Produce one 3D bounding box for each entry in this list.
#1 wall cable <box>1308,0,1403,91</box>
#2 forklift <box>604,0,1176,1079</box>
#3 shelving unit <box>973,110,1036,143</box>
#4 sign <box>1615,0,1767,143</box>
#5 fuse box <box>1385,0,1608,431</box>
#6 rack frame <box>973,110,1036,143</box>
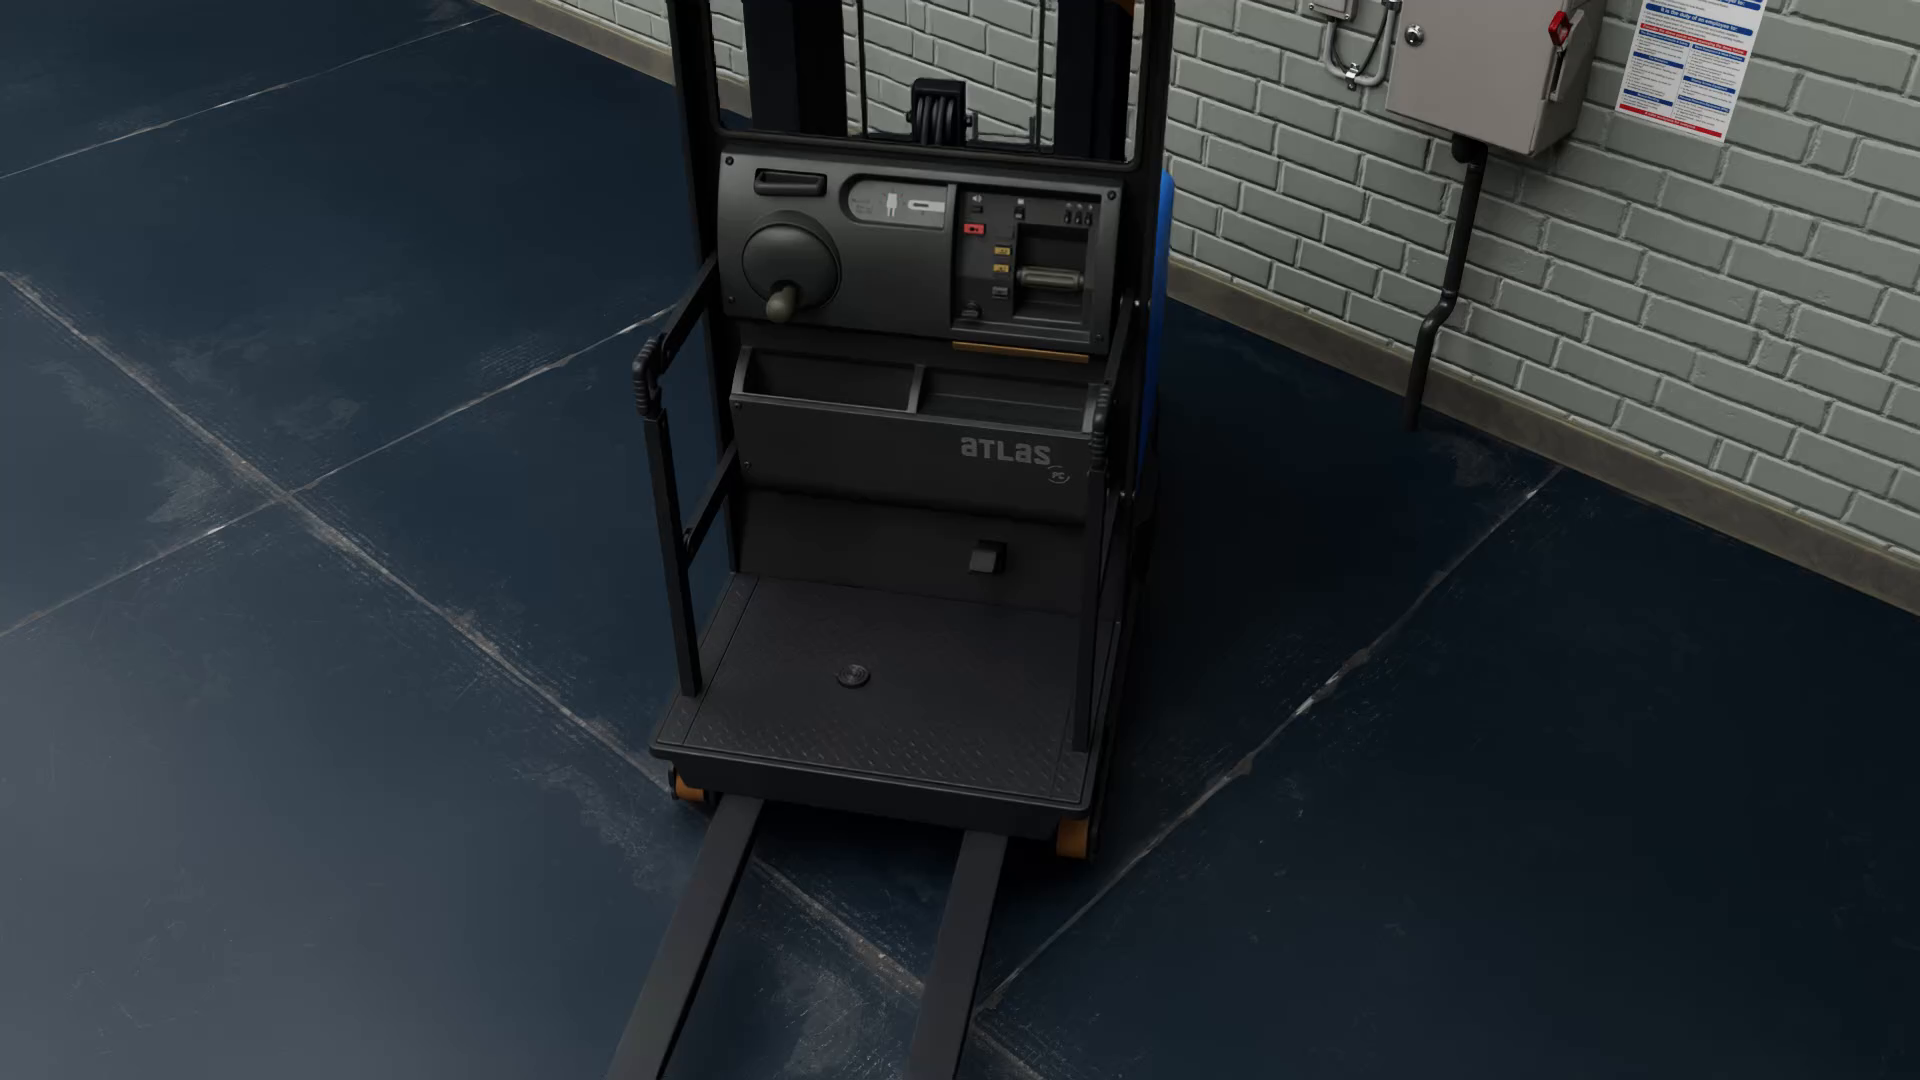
[{"bbox_3d":[1.151,-2.299,4.915,0.588,1.984,0.122,30,47,32],"label":"wall cable"},{"bbox_3d":[-0.140,-0.590,3.637,1.130,2.935,3.031,7,39,9],"label":"forklift"},{"bbox_3d":[0.116,-0.866,5.495,0.215,1.050,0.252,7,39,9],"label":"shelving unit"},{"bbox_3d":[2.053,-1.393,4.668,0.329,0.494,0.001,30,47,32],"label":"sign"},{"bbox_3d":[1.549,-1.038,5.181,0.539,1.711,0.414,30,47,32],"label":"fuse box"},{"bbox_3d":[0.140,-0.940,5.589,0.200,1.050,0.008,7,39,9],"label":"rack frame"}]
